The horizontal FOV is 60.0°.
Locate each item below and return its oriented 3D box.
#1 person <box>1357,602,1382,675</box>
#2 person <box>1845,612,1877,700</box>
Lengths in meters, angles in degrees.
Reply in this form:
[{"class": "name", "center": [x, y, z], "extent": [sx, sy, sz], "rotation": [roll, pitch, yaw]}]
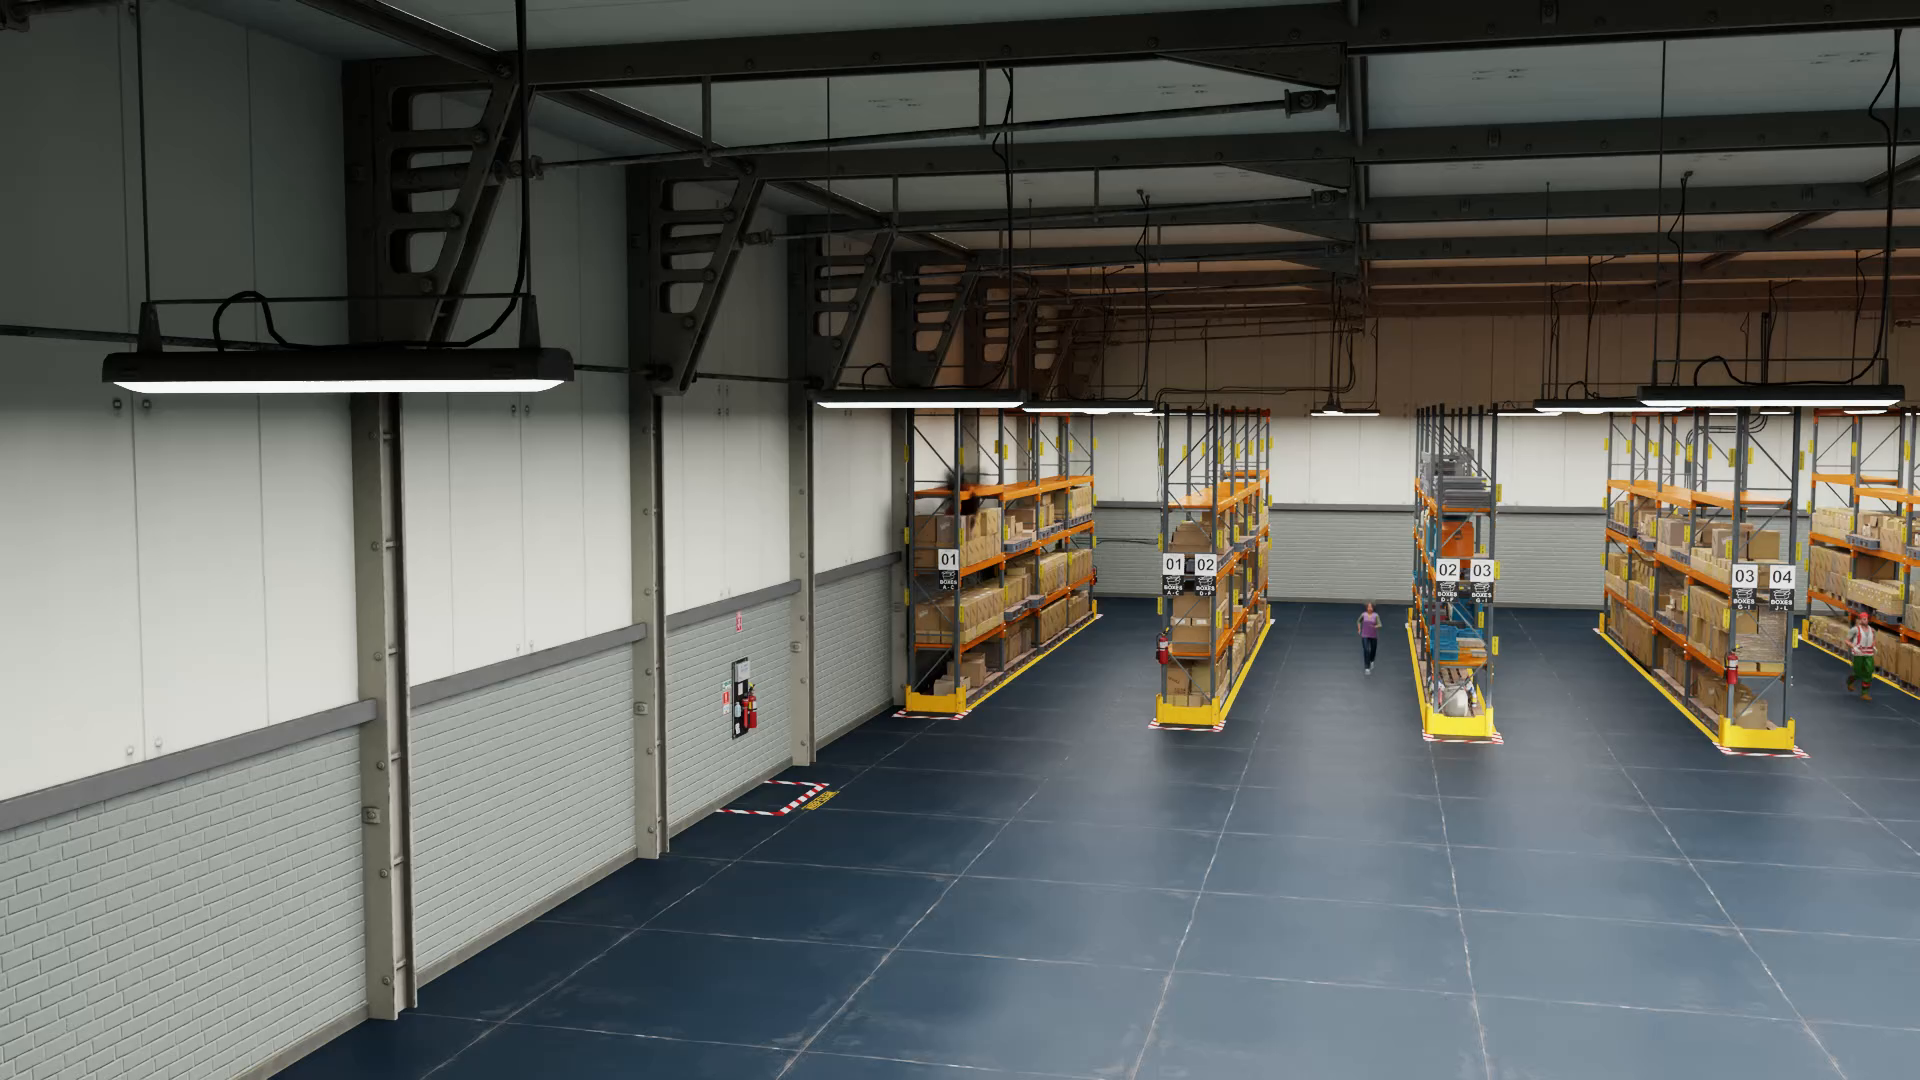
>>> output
[{"class": "person", "center": [9.203, 2.189, 37.392], "extent": [0.540, 1.580, 0.889], "rotation": [1, 4, 11]}, {"class": "person", "center": [18.437, 2.356, 33.977], "extent": [0.667, 1.763, 0.860], "rotation": [0, 4, 3]}]
